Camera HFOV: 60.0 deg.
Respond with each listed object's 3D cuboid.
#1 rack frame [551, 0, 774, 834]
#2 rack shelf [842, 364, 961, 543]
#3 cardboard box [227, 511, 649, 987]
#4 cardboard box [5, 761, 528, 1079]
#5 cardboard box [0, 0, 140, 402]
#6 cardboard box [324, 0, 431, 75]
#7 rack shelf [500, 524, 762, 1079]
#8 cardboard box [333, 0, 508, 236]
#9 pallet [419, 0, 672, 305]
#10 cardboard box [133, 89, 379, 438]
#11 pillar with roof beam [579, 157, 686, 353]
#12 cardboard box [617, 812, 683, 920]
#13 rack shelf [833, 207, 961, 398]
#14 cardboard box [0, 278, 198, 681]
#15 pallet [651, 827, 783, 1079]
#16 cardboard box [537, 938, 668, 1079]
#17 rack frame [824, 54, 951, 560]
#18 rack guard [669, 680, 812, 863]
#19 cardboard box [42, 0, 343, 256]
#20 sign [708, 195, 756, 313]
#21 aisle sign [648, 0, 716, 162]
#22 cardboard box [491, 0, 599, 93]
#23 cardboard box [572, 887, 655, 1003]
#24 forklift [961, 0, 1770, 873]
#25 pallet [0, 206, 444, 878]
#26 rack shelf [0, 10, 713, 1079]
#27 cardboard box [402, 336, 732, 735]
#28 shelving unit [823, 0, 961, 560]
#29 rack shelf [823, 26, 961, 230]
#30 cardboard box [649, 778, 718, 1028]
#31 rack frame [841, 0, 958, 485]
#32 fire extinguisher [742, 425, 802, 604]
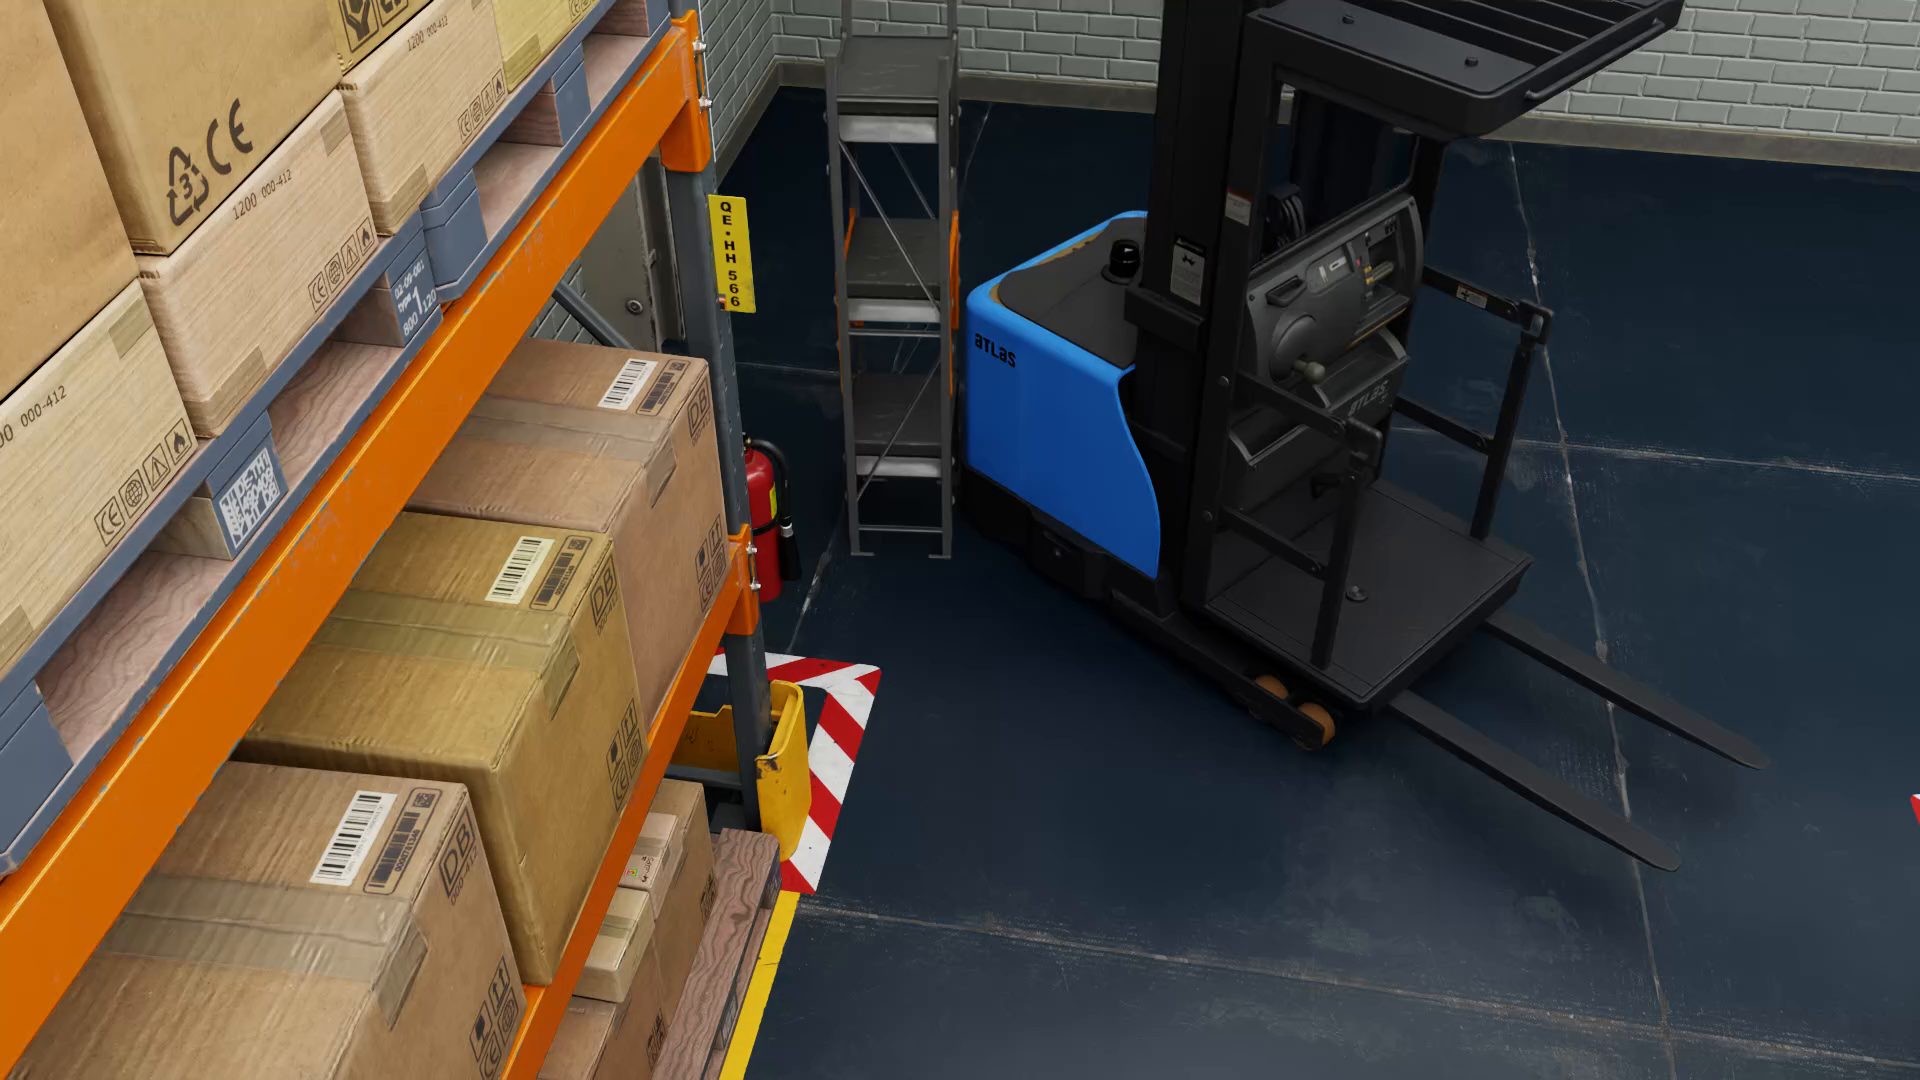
[{"bbox_3d":[-1.105,-0.244,4.691,1.000,3.000,0.127,6,40,8],"label":"rack frame"},{"bbox_3d":[-0.223,-0.347,6.642,0.431,0.518,0.480,2,40,2],"label":"rack shelf"},{"bbox_3d":[-1.299,0.419,3.654,0.980,0.700,0.700,6,40,7],"label":"cardboard box"},{"bbox_3d":[-1.440,0.897,3.076,0.980,0.700,0.700,5,40,6],"label":"cardboard box"},{"bbox_3d":[-1.235,-0.372,1.613,0.500,0.500,0.500,7,40,8],"label":"cardboard box"},{"bbox_3d":[-1.061,-1.030,2.408,0.500,0.500,0.500,8,40,9],"label":"cardboard box"},{"bbox_3d":[-1.451,1.288,3.403,1.077,0.370,4.000,6,40,8],"label":"rack shelf"},{"bbox_3d":[-1.060,-0.727,2.631,0.500,0.250,0.500,5,40,6],"label":"cardboard box"},{"bbox_3d":[-1.223,-0.899,3.199,1.003,0.211,1.213,6,40,8],"label":"pallet"},{"bbox_3d":[-1.145,-0.400,2.236,0.500,0.250,0.500,5,40,6],"label":"cardboard box"},{"bbox_3d":[2.750,-3.872,4.371,9.100,9.000,0.400,6,40,8],"label":"pillar with roof beam"},{"bbox_3d":[-0.971,0.858,4.481,0.380,0.149,0.250,6,40,7],"label":"cardboard box"},{"bbox_3d":[-0.223,-0.887,6.196,0.431,0.518,0.480,2,40,2],"label":"rack shelf"},{"bbox_3d":[-1.235,-0.078,1.846,0.500,0.250,0.500,5,40,6],"label":"cardboard box"},{"bbox_3d":[-1.167,1.341,4.963,1.003,0.211,1.213,6,40,8],"label":"pallet"},{"bbox_3d":[-1.214,1.322,4.430,0.700,0.500,0.500,6,40,8],"label":"cardboard box"},{"bbox_3d":[-0.236,-0.742,5.999,0.400,2.100,0.015,2,40,2],"label":"rack frame"},{"bbox_3d":[-1.101,0.704,5.506,1.175,0.500,0.348,6,40,8],"label":"rack guard"},{"bbox_3d":[-1.143,-0.701,2.011,0.500,0.500,0.500,5,40,6],"label":"cardboard box"},{"bbox_3d":[-0.573,-0.713,4.164,0.100,0.325,0.005,6,40,8],"label":"sign"},{"bbox_3d":[-0.797,-1.258,3.878,0.394,0.787,0.004,6,40,8],"label":"aisle sign"},{"bbox_3d":[-0.971,-1.054,3.026,0.500,0.250,0.500,8,40,9],"label":"cardboard box"},{"bbox_3d":[-1.014,1.019,4.287,0.380,0.149,0.250,7,40,9],"label":"cardboard box"},{"bbox_3d":[1.393,-0.766,5.376,1.130,2.935,3.031,-32,49,-33],"label":"forklift"},{"bbox_3d":[-1.432,-0.132,2.271,1.003,0.211,1.213,6,40,8],"label":"pallet"},{"bbox_3d":[-1.451,0.132,2.447,1.077,0.370,4.000,6,40,8],"label":"rack shelf"},{"bbox_3d":[-1.184,-0.039,4.207,0.980,0.700,0.700,8,40,10],"label":"cardboard box"},{"bbox_3d":[-0.223,-0.897,6.187,0.431,2.100,0.503,2,40,2],"label":"shelving unit"},{"bbox_3d":[-0.223,-1.426,5.750,0.431,0.518,0.480,2,40,2],"label":"rack shelf"},{"bbox_3d":[-1.128,1.008,4.809,0.700,0.500,0.500,6,40,8],"label":"cardboard box"},{"bbox_3d":[-0.210,-1.052,6.375,0.400,2.100,0.015,2,40,2],"label":"rack frame"},{"bbox_3d":[-0.625,-0.115,4.888,0.296,0.674,0.183,6,40,8],"label":"fire extinguisher"}]
